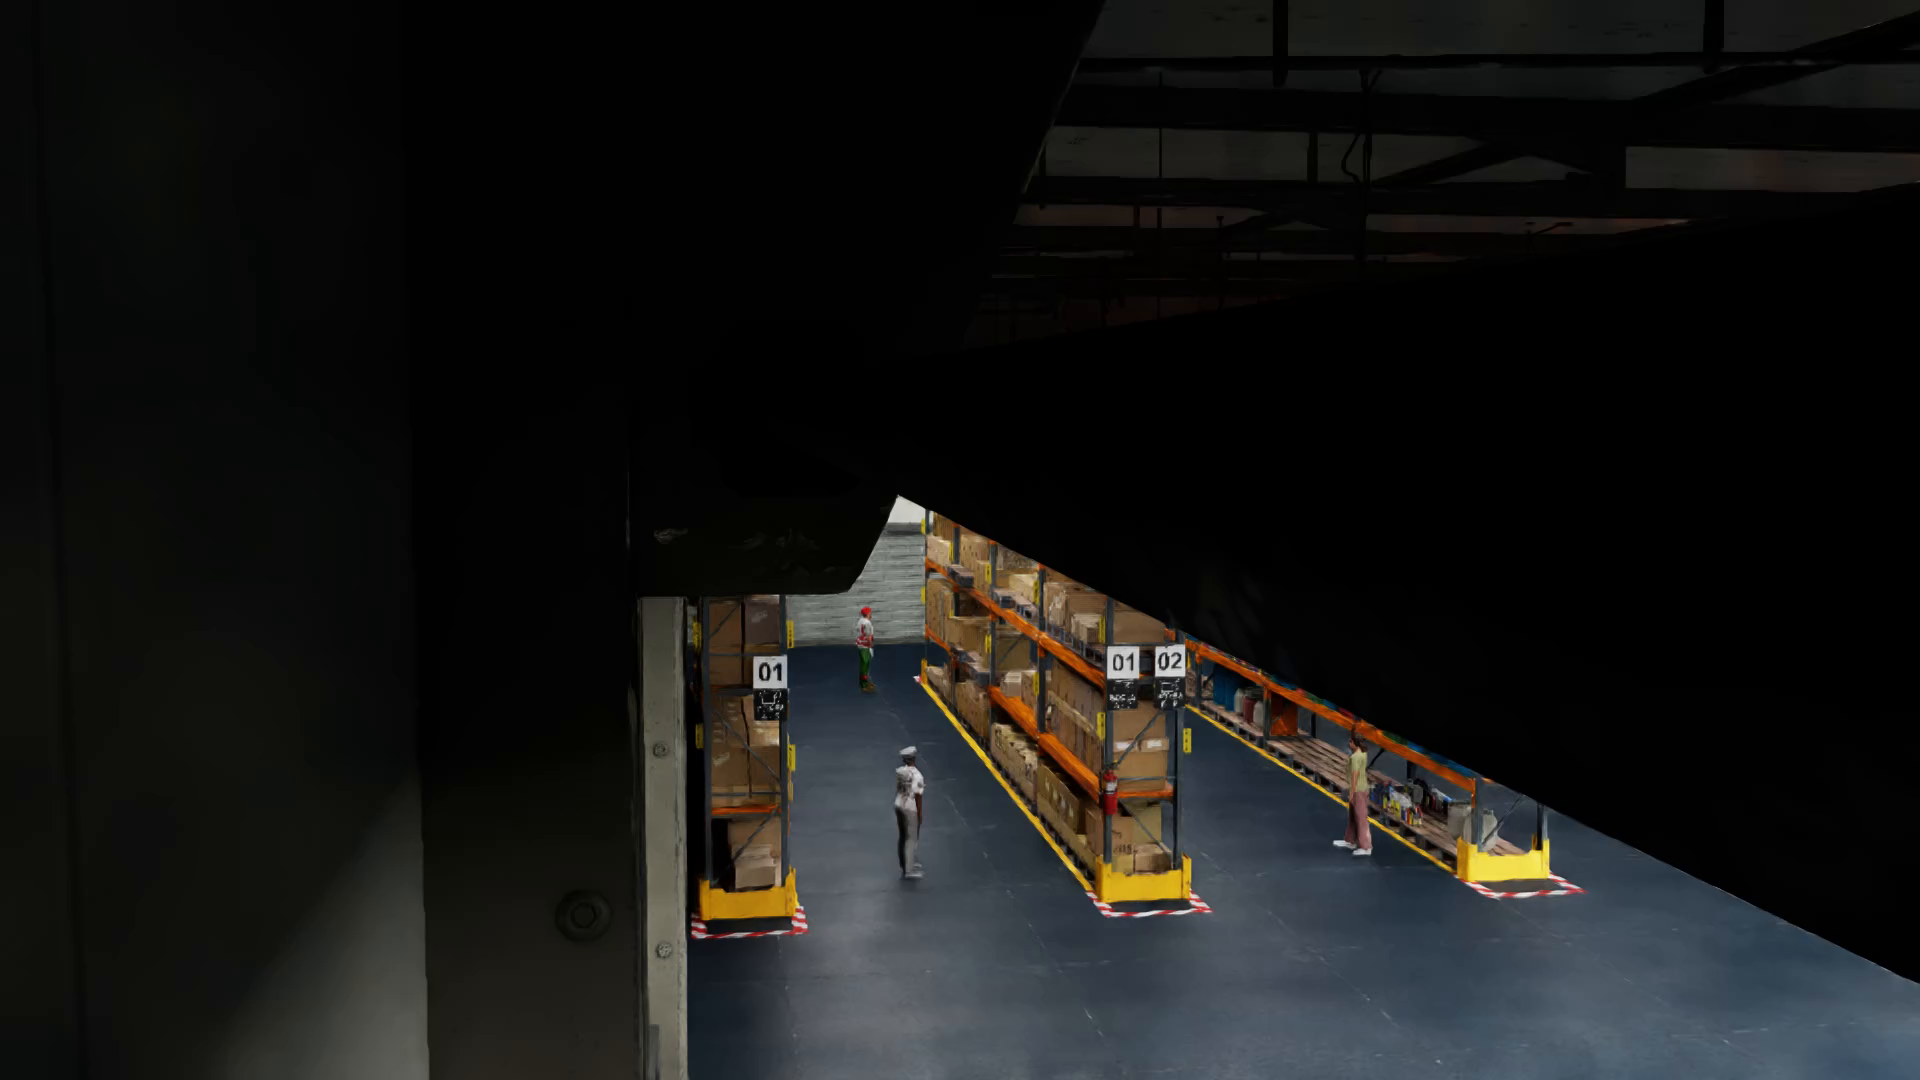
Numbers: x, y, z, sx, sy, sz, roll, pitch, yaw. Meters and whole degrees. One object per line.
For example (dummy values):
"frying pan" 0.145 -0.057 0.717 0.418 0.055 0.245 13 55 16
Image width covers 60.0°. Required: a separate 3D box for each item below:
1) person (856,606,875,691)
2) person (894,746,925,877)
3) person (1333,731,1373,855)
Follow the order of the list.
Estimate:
"person" -1.977 2.292 35.544 0.462 1.794 0.625 -2 6 -26
"person" -0.642 3.558 21.900 0.422 1.677 0.502 -4 6 -38
"person" 5.437 3.463 22.942 0.569 1.668 0.560 2 5 22
